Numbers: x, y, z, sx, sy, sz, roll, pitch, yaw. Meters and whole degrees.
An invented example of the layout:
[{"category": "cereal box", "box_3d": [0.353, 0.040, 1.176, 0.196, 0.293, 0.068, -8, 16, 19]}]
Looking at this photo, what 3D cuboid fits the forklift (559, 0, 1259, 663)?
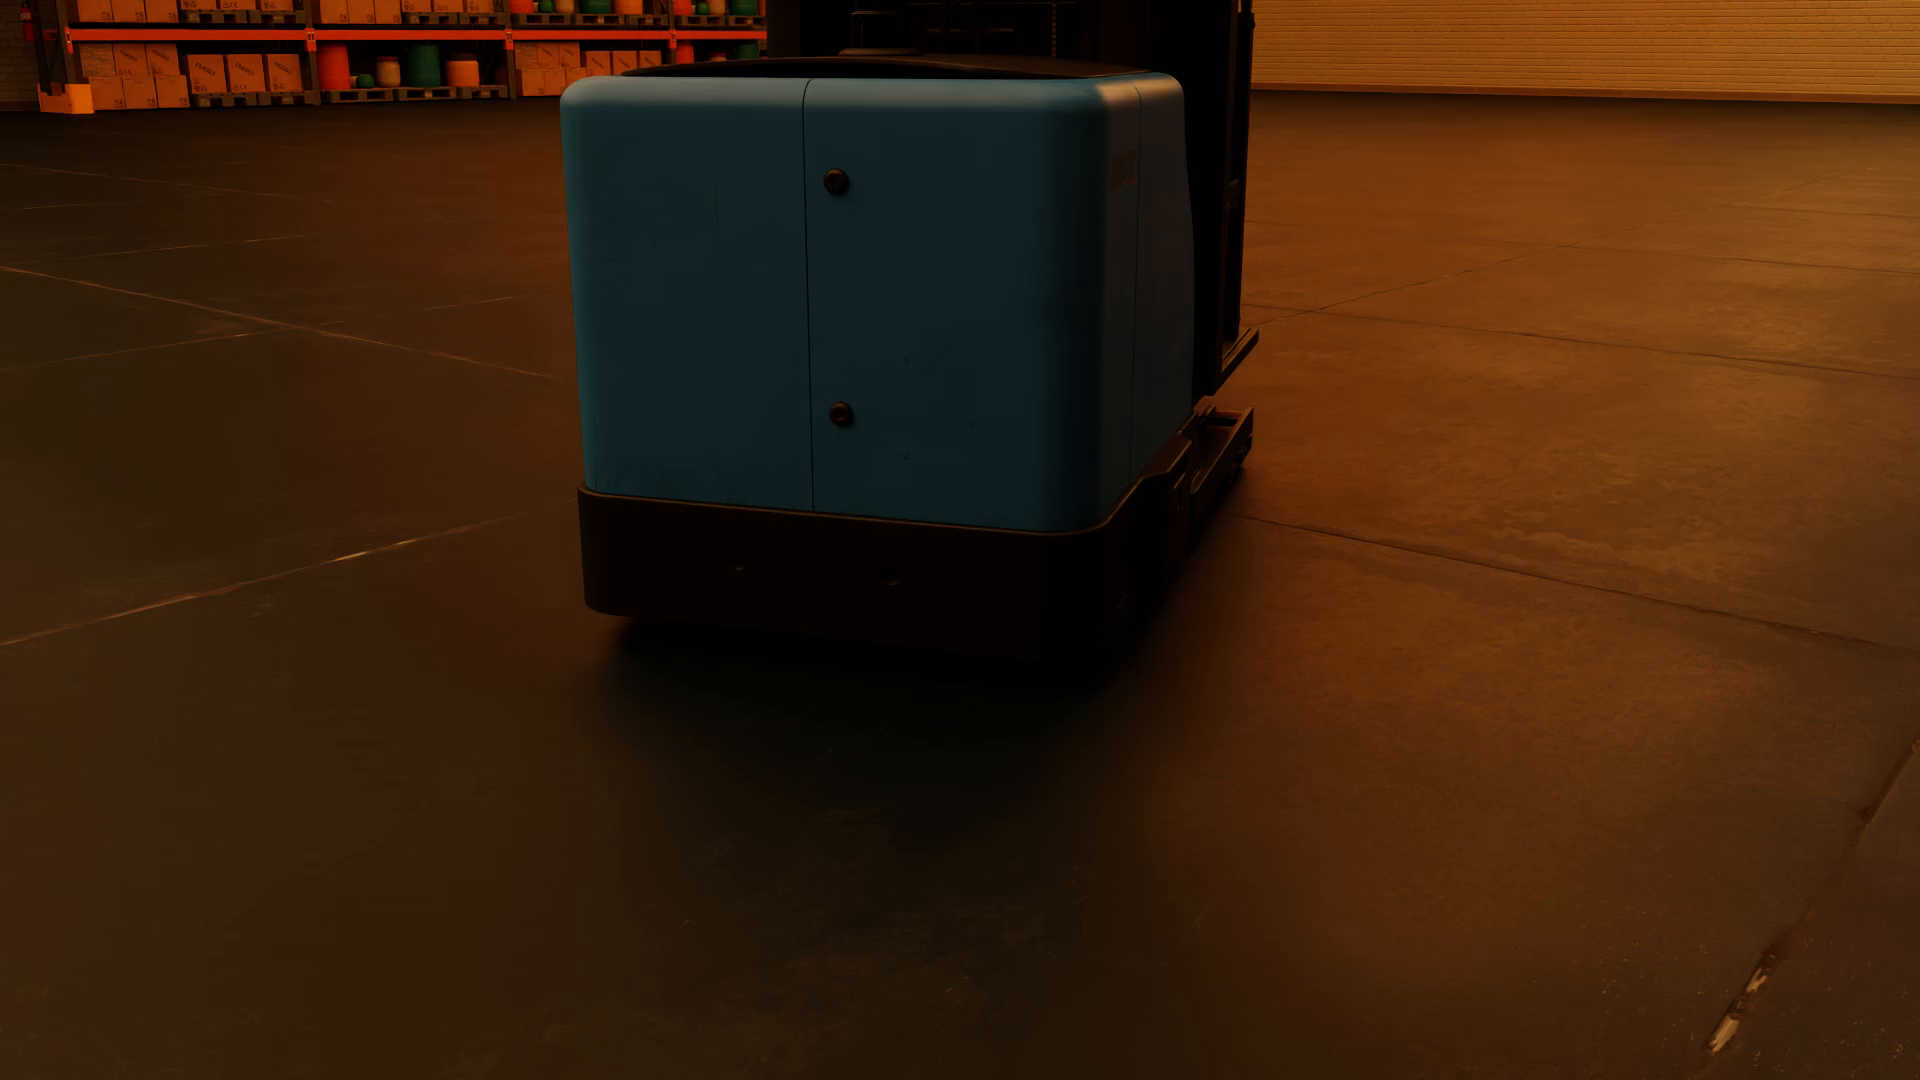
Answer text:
[{"category": "forklift", "box_3d": [0.182, -1.571, 4.072, 1.130, 2.935, 3.031, 5, 18, 17]}]
